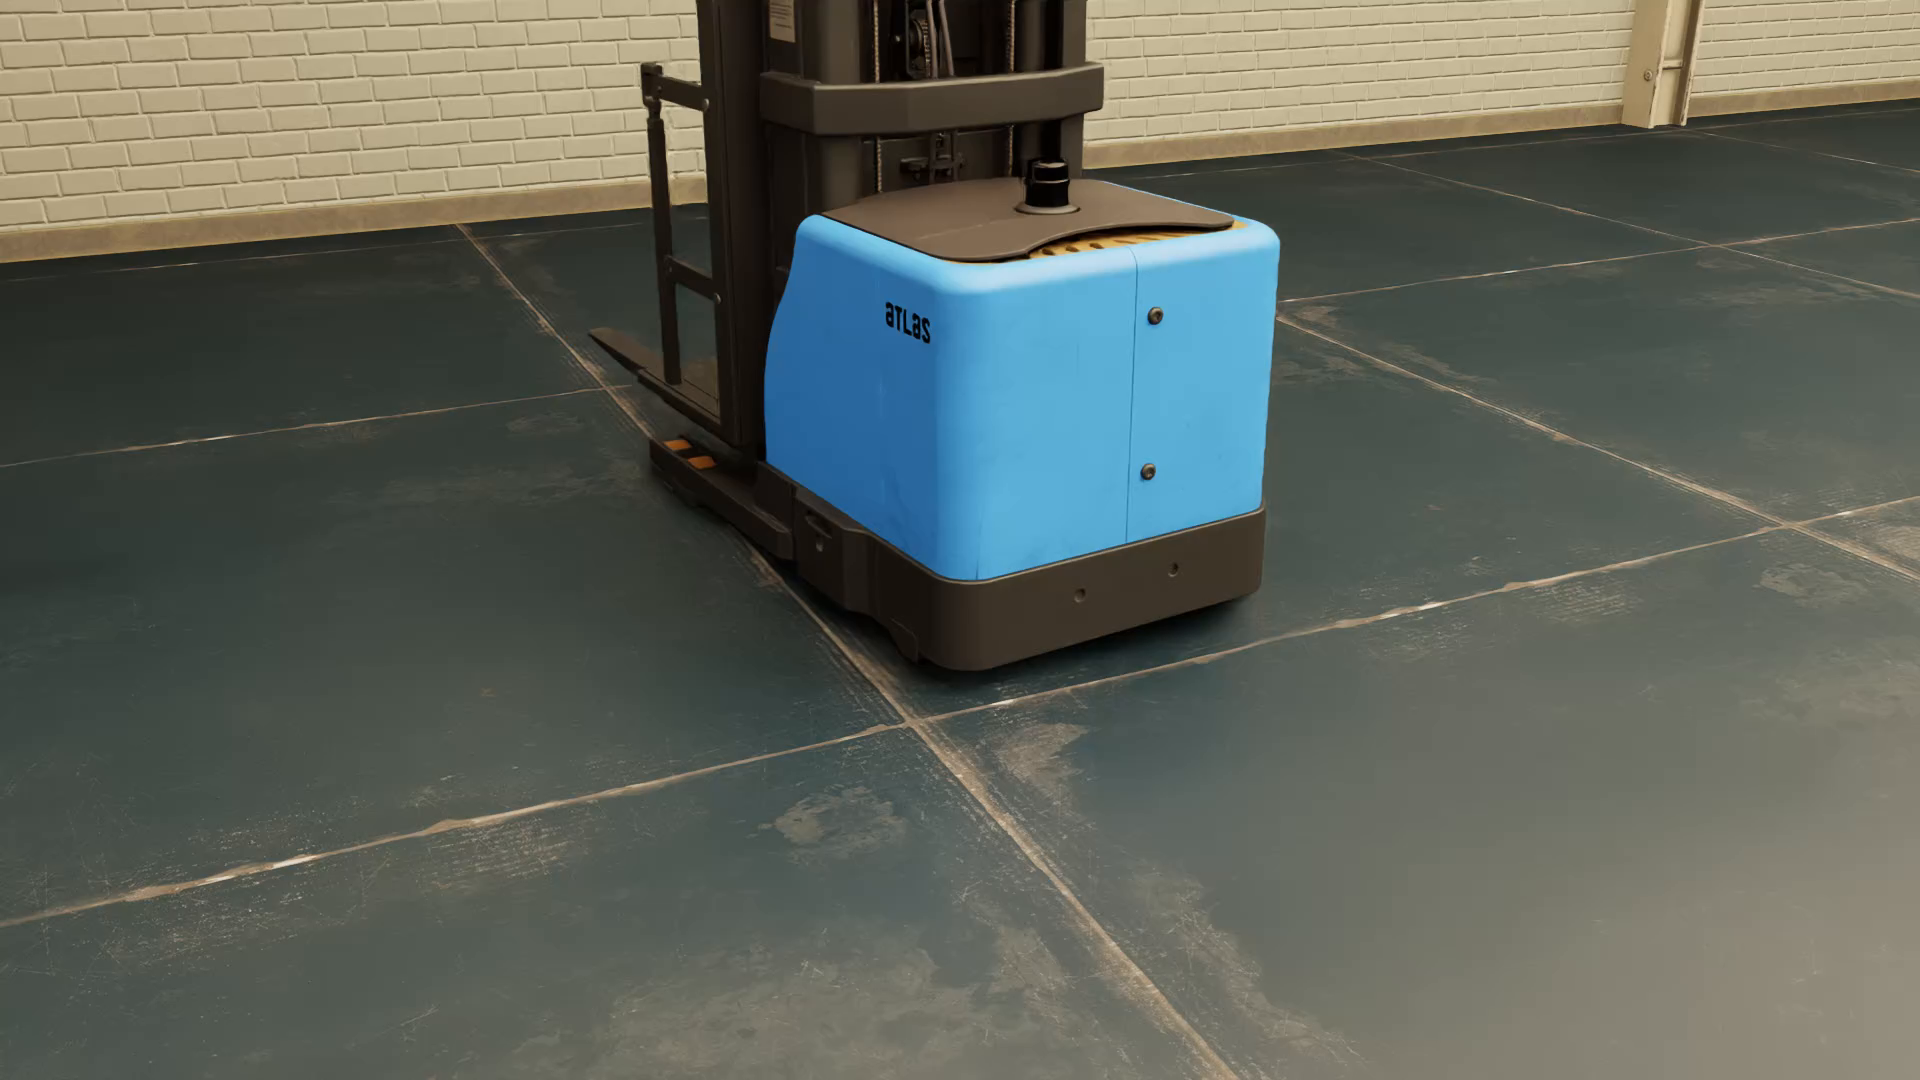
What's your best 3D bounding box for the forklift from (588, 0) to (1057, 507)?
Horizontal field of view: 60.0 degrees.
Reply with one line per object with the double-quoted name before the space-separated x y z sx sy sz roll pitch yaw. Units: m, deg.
"forklift" -0.366 -1.545 5.005 1.121 2.935 3.031 -13 26 -29
